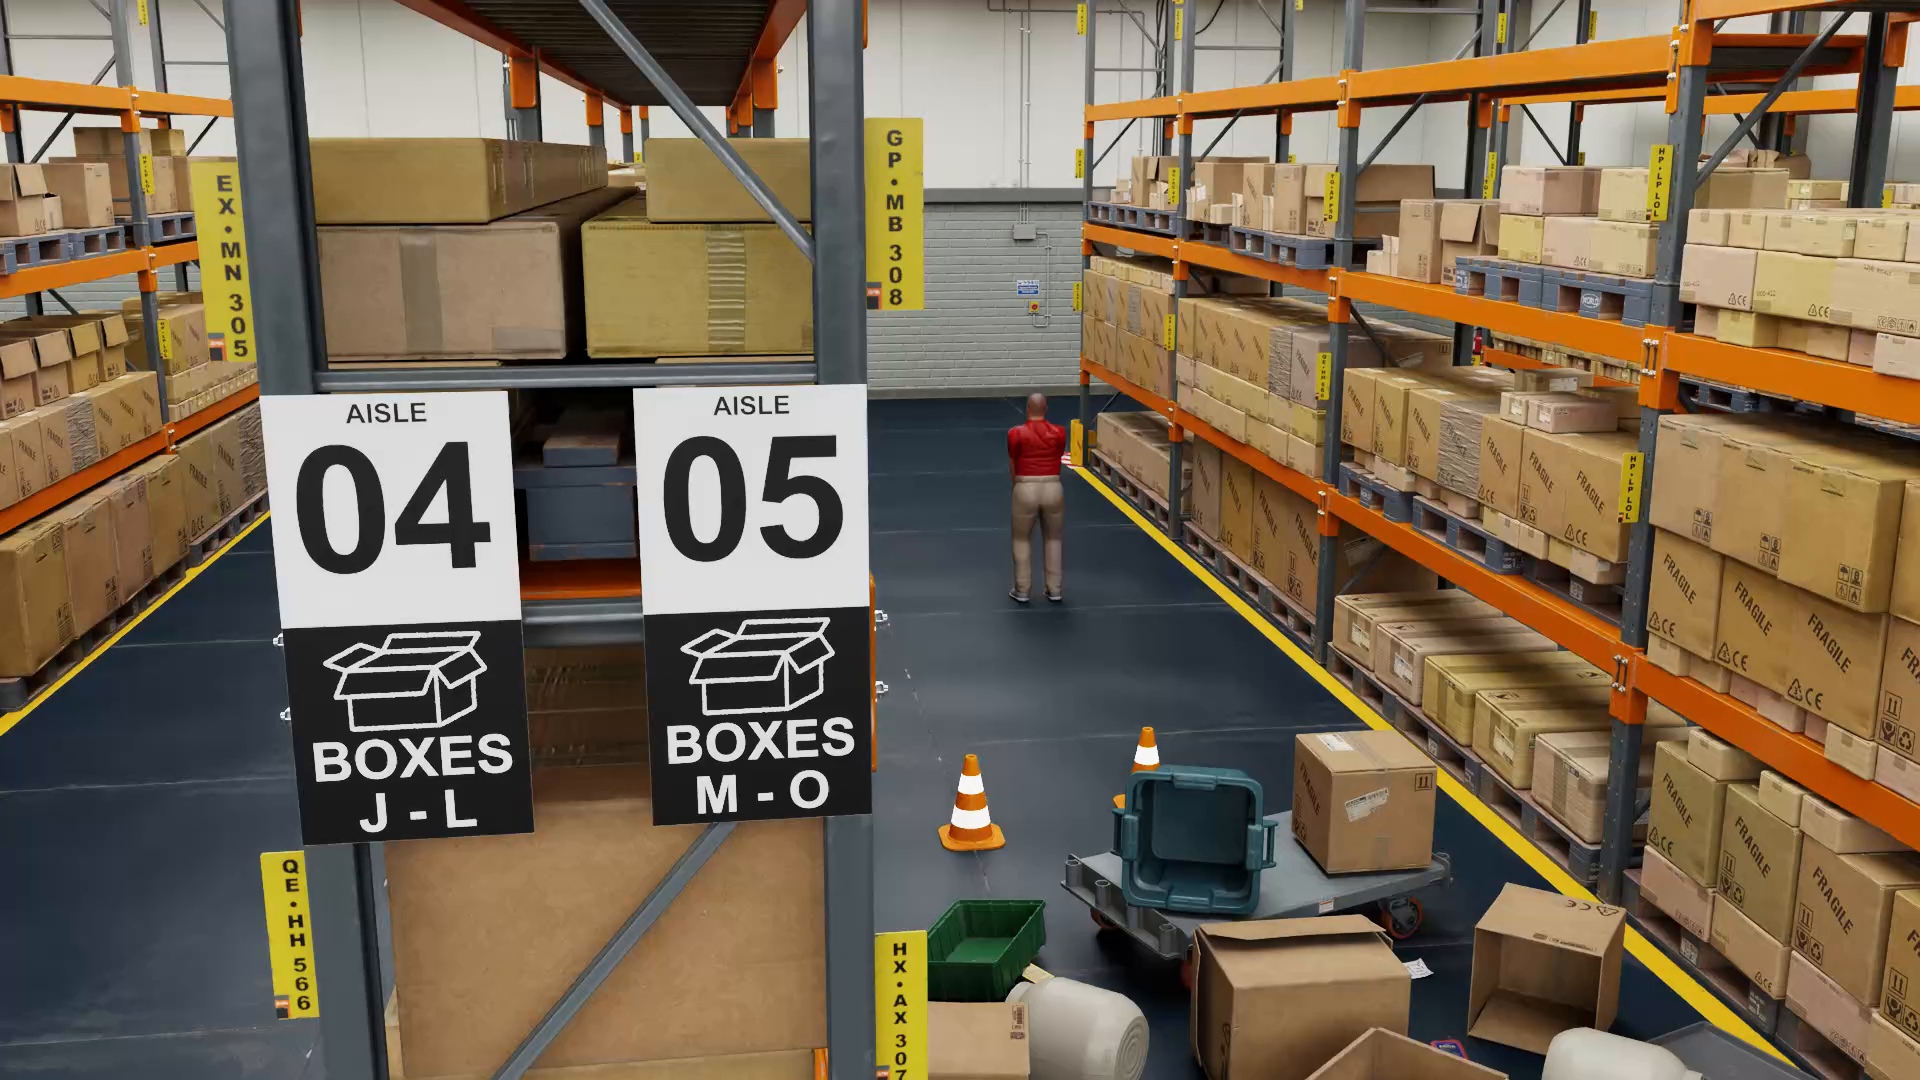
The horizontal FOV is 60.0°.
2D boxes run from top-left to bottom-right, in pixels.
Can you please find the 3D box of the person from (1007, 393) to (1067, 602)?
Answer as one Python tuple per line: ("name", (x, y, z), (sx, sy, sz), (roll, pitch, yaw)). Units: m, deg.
("person", (0.603, -0.370, 13.641), (0.490, 1.722, 0.524), (-2, 13, -8))
